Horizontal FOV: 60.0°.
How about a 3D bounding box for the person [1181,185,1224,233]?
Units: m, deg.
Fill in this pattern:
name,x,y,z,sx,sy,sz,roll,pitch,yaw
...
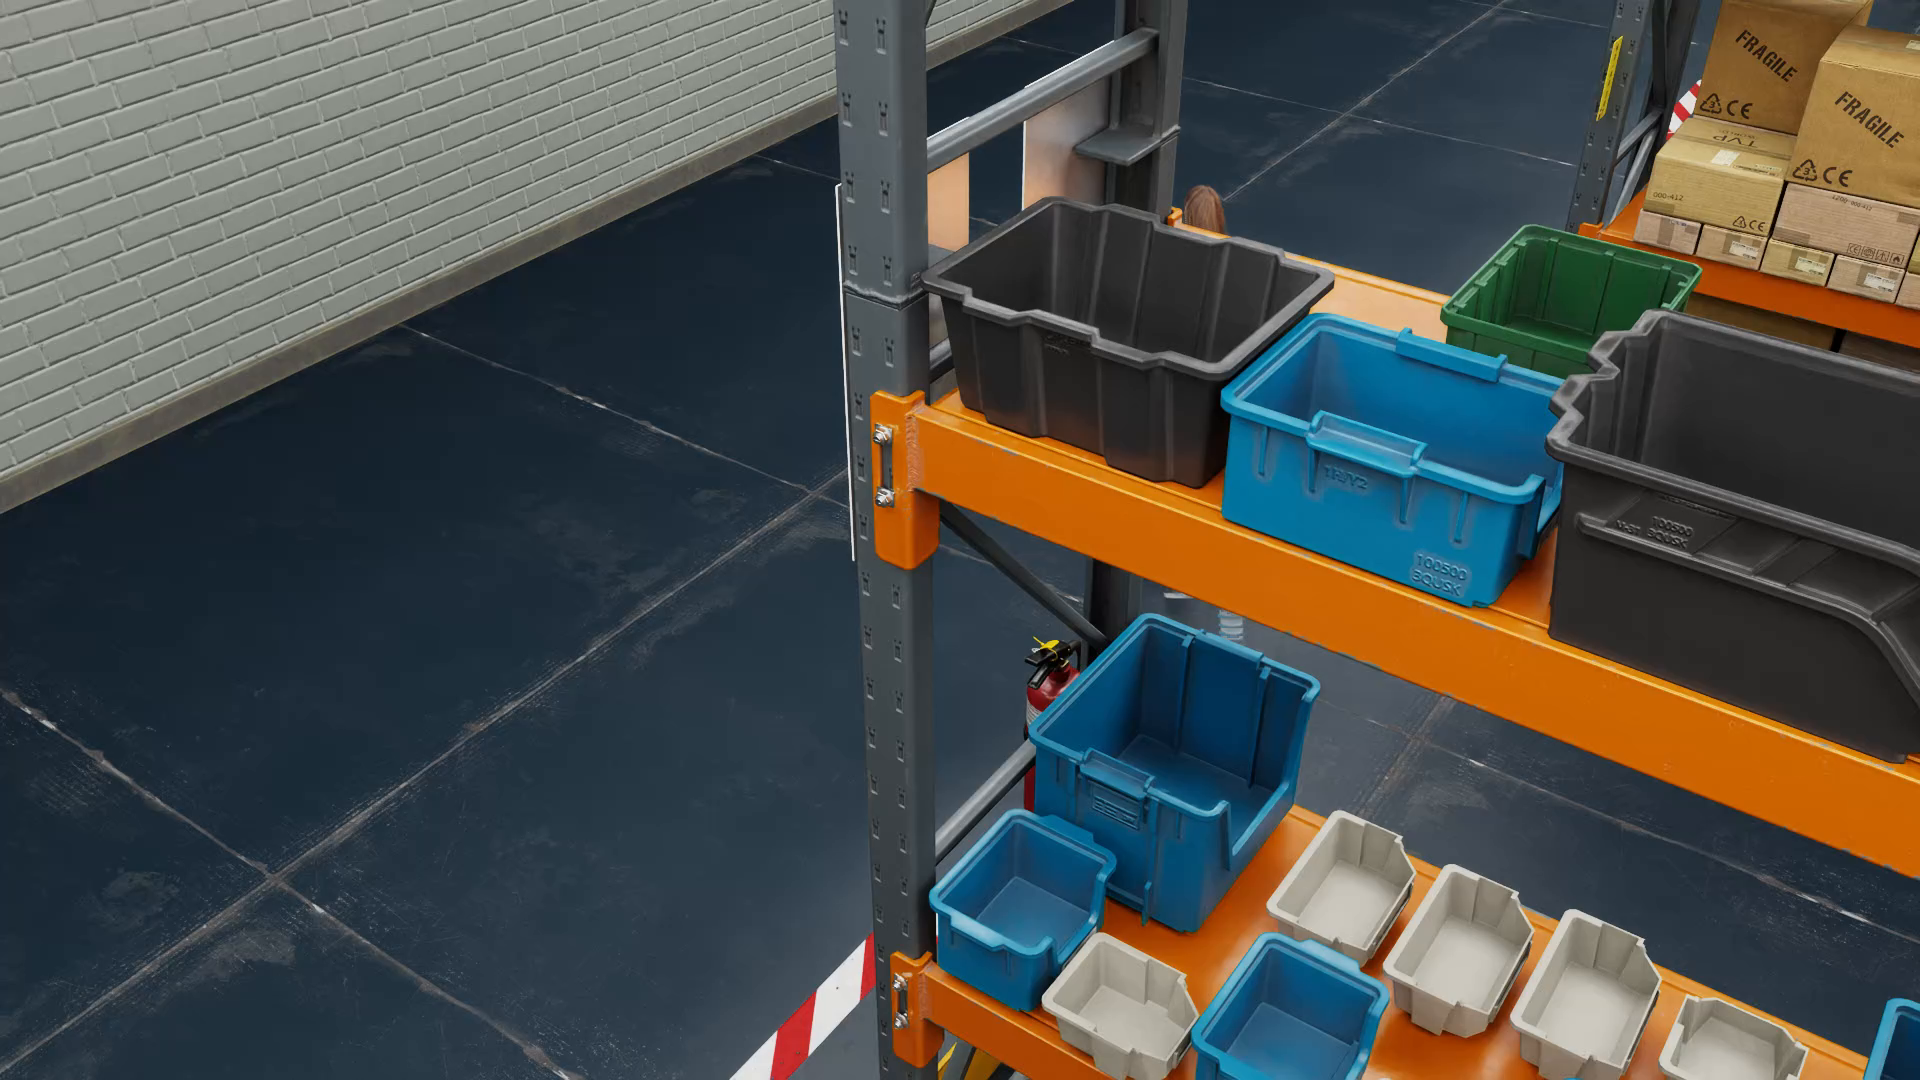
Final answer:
name,x,y,z,sx,sy,sz,roll,pitch,yaw
person,0.970,-0.870,7.382,0.429,1.533,0.979,-1,35,-2
